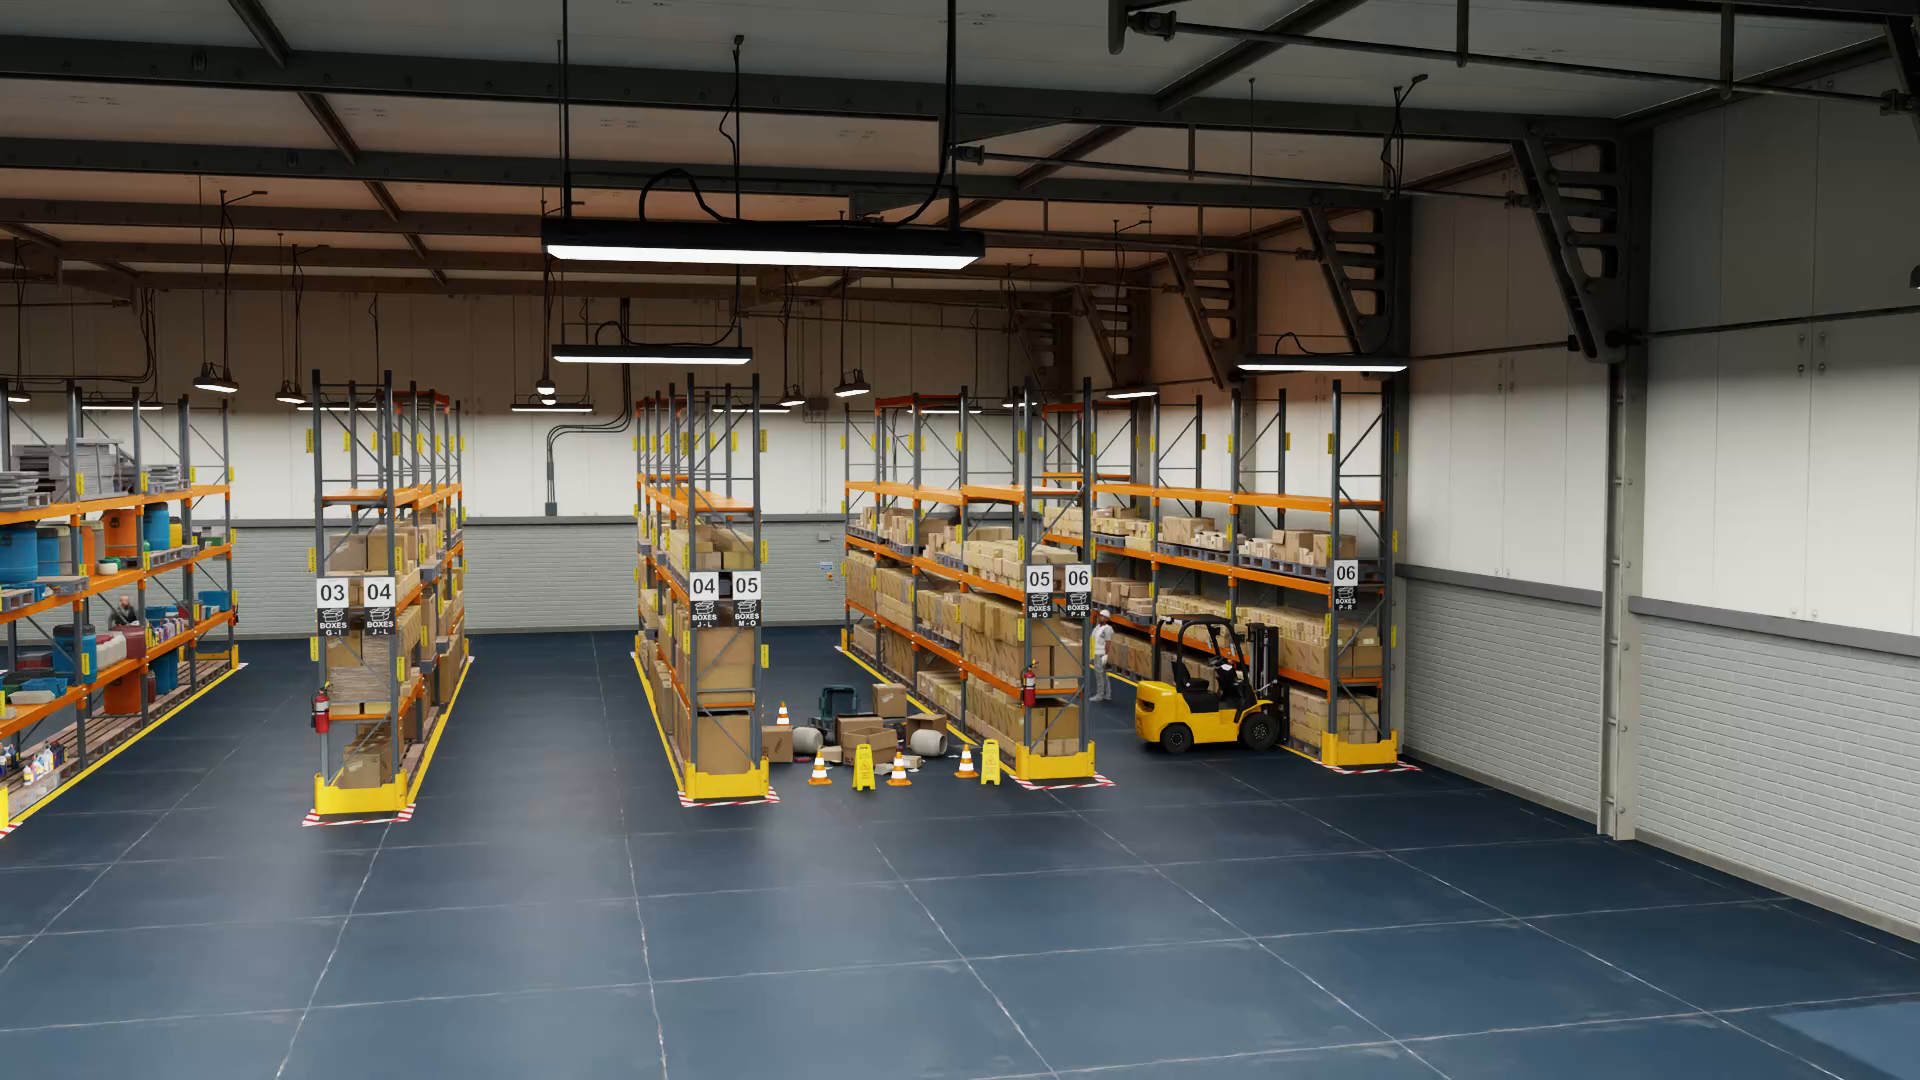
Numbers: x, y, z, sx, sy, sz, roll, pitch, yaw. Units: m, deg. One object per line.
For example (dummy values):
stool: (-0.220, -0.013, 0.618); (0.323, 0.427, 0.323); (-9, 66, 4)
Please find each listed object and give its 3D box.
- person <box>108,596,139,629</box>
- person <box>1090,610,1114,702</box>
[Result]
person: (-18.302, 2.077, 36.421); (0.662, 1.726, 0.940); (-1, 3, -12)
person: (2.735, 2.256, 32.405); (0.504, 1.774, 0.618); (0, 3, 3)
